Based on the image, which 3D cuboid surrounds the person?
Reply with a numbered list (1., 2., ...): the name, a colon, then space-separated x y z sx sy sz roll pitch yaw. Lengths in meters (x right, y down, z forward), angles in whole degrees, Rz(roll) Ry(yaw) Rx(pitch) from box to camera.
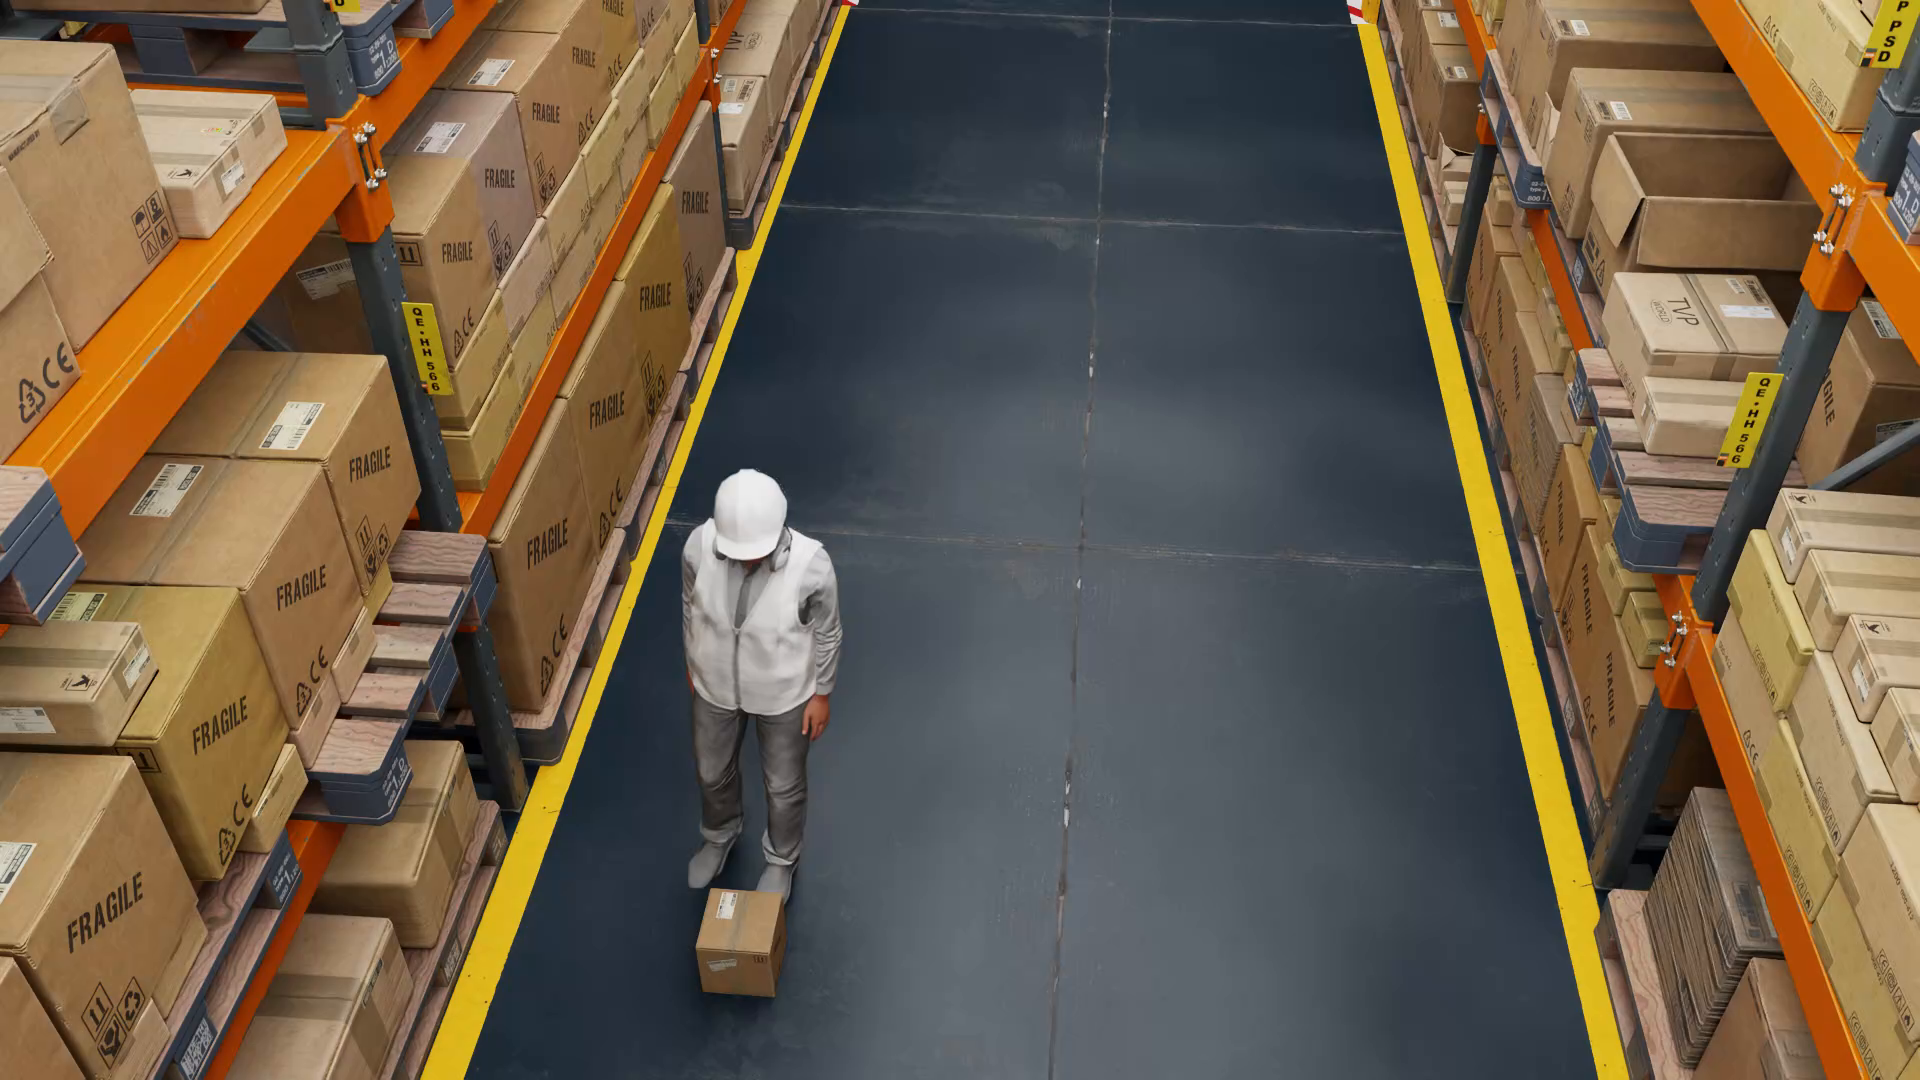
1. person: -0.694 0.527 5.511 0.596 1.820 0.476 7 40 8
